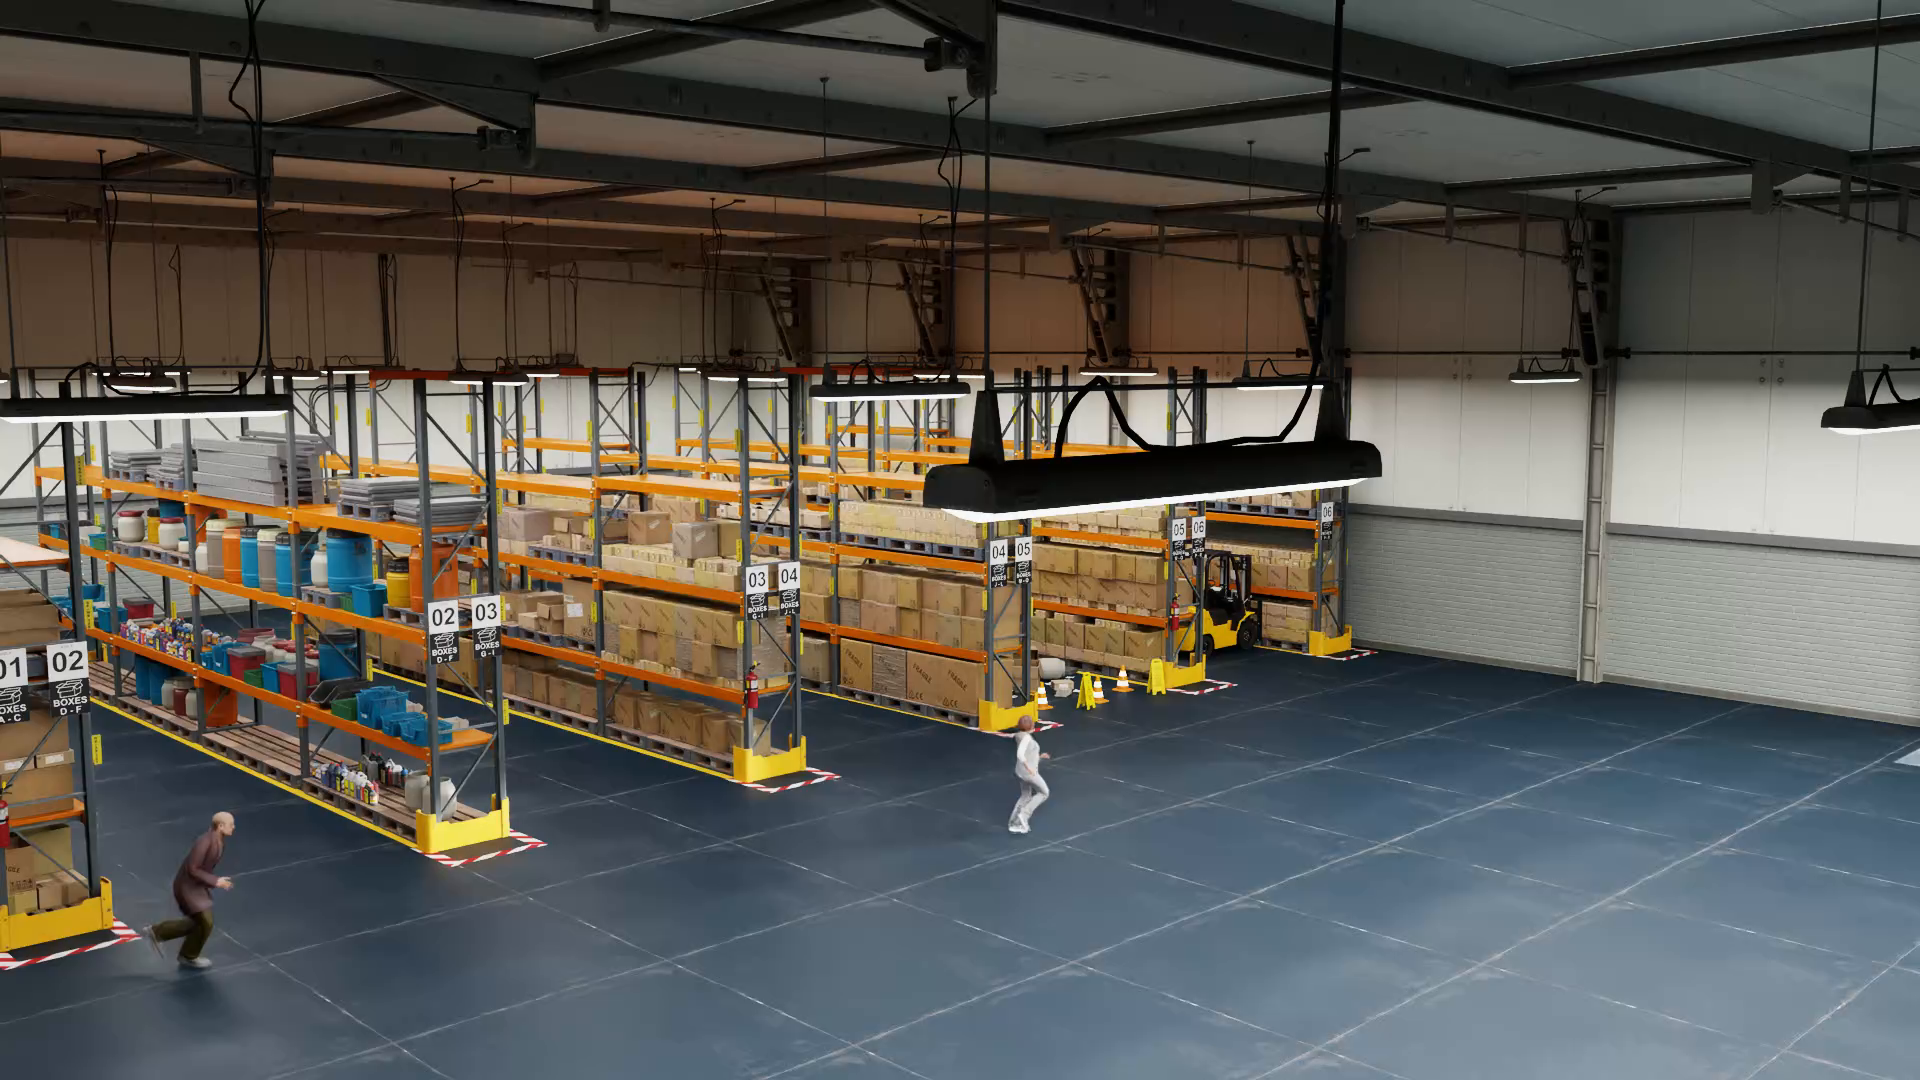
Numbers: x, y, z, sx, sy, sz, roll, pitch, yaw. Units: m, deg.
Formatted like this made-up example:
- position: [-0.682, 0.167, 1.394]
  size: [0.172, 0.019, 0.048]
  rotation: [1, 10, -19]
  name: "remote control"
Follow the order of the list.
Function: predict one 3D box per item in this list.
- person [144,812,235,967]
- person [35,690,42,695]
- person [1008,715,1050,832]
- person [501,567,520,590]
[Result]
- position: [-7.955, 3.615, 17.198]
  size: [0.929, 1.625, 0.726]
  rotation: [-1, 7, -8]
  name: "person"
- position: [-14.858, 2.499, 26.571]
  size: [0.598, 1.656, 0.591]
  rotation: [5, 8, 36]
  name: "person"
- position: [0.927, 3.077, 21.885]
  size: [0.596, 1.562, 0.480]
  rotation: [-2, 7, -19]
  name: "person"
- position: [-10.959, 0.912, 40.932]
  size: [0.689, 1.683, 0.618]
  rotation: [-5, 8, -37]
  name: "person"
